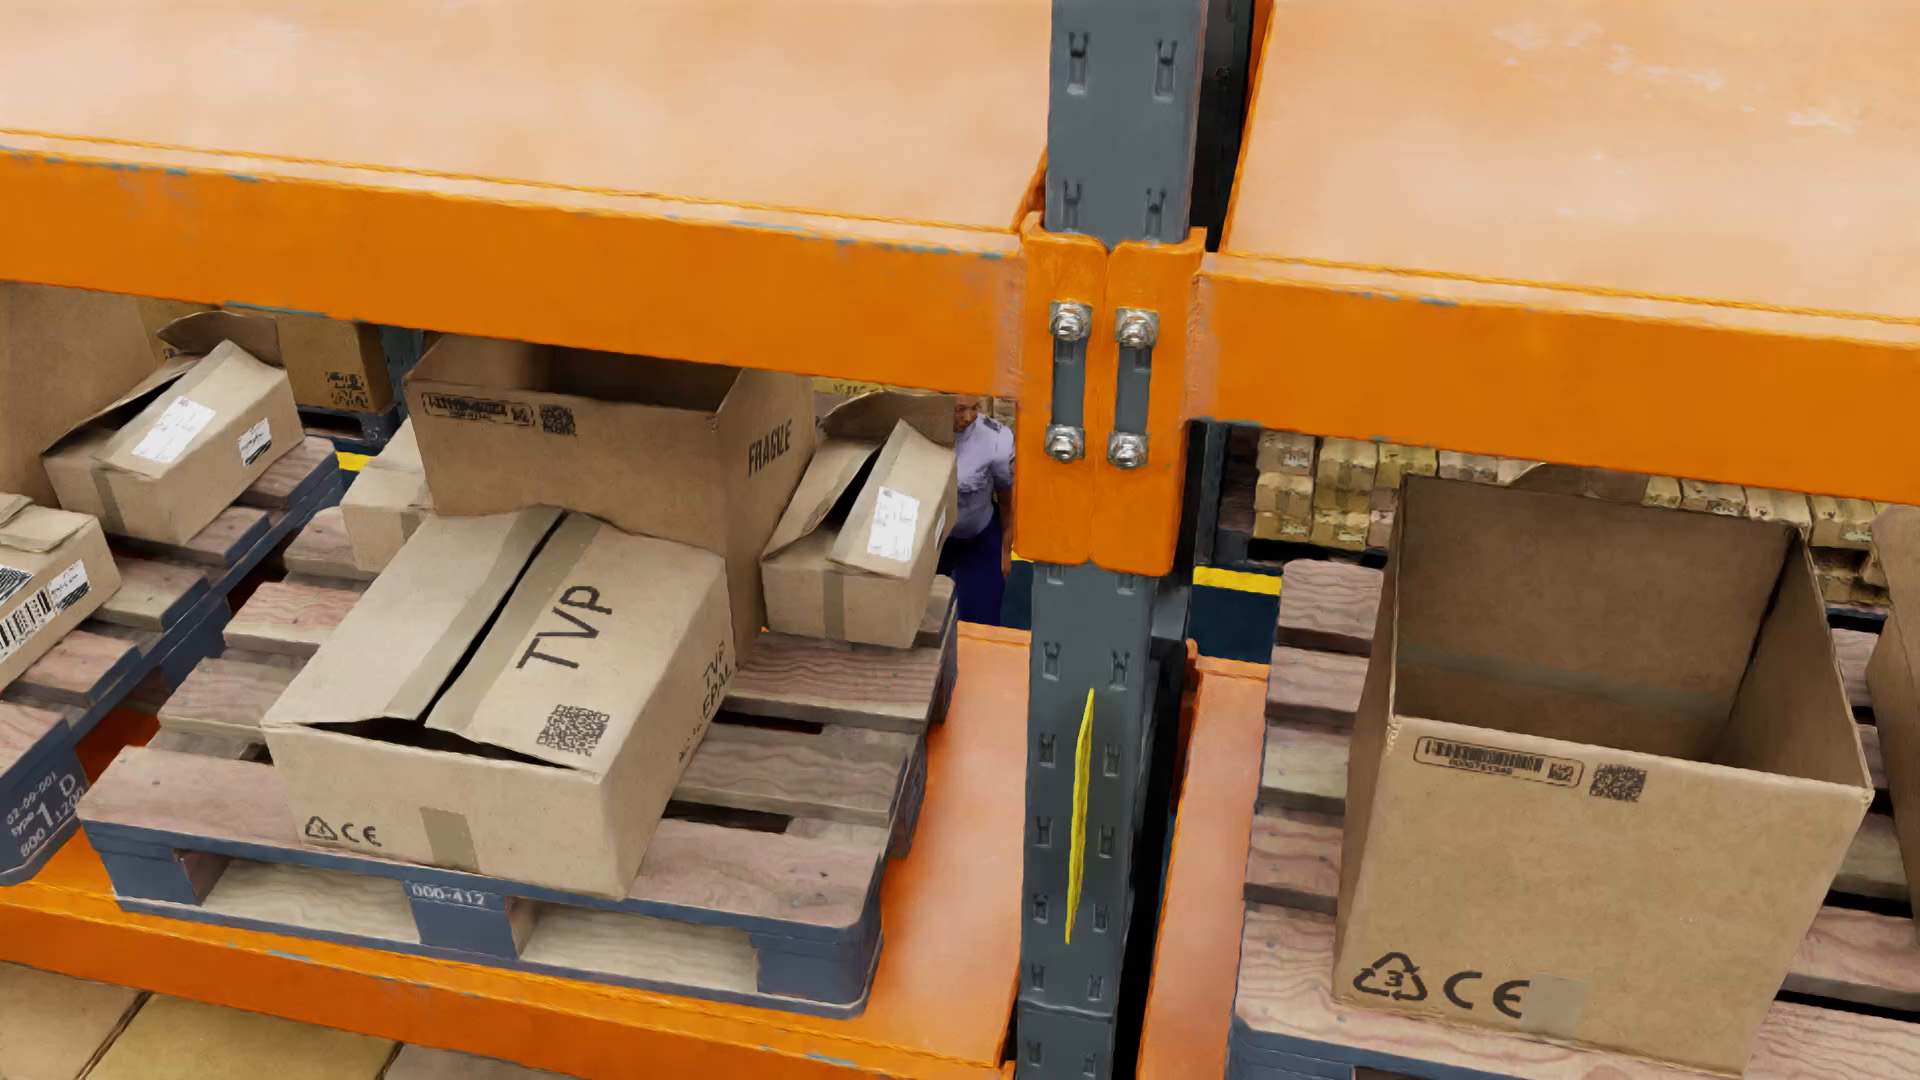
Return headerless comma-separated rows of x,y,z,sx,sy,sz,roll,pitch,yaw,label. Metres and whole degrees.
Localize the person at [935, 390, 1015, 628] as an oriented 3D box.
-0.019,-0.011,6.656,0.529,1.649,0.433,18,40,22,person
